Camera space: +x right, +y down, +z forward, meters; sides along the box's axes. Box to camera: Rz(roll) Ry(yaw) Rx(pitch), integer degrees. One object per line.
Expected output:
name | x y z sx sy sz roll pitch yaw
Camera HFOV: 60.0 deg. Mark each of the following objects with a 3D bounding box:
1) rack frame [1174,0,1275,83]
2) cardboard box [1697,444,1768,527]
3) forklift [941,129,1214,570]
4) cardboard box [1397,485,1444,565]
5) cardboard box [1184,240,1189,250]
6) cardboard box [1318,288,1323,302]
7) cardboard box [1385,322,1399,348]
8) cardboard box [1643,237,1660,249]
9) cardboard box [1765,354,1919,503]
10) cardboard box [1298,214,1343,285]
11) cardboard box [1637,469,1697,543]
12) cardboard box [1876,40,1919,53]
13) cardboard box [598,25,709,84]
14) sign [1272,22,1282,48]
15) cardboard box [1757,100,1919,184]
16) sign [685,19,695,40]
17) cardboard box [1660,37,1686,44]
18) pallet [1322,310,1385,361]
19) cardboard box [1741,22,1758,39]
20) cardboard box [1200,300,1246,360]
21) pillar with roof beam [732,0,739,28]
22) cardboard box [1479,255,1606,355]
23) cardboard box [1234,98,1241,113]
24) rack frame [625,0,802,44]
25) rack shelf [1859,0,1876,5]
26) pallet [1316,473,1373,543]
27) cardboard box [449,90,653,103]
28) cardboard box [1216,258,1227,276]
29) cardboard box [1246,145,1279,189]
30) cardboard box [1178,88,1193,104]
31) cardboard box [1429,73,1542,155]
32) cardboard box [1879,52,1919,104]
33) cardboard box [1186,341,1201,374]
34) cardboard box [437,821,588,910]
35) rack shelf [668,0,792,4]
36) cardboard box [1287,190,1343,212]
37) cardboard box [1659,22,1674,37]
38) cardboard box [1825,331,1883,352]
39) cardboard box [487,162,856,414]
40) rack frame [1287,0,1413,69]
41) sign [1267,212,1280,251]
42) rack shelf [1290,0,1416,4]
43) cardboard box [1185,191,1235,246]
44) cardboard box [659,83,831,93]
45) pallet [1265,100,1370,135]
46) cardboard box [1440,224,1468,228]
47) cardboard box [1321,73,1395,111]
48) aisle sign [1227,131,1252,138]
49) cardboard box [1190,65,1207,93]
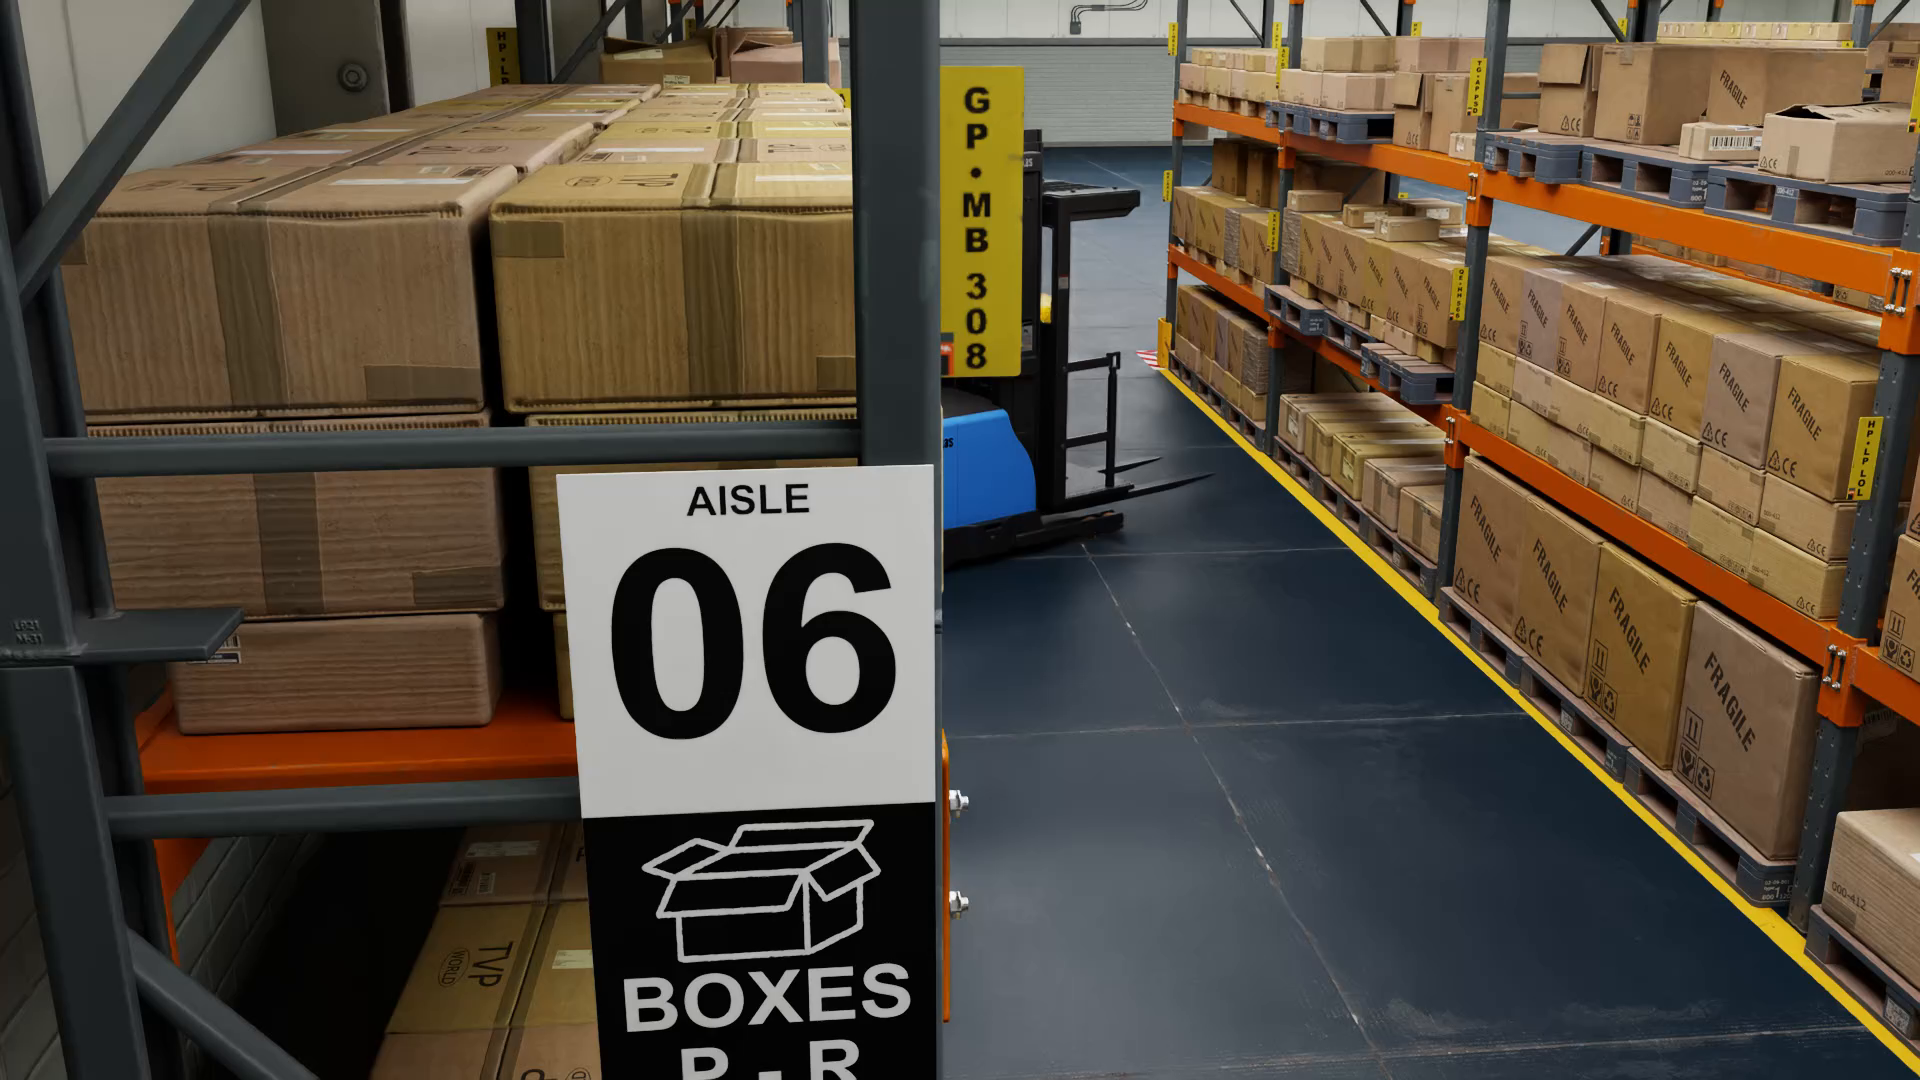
rack frame | 2.763 -6.253 17.070 1.000 3.000 0.127 -2 18 -6
cardboard box | 3.655 -0.255 7.396 0.500 0.250 0.500 -1 17 -4
forklift | 0.593 -1.517 12.115 3.031 2.935 1.130 -13 21 -35
cardboard box | 3.540 -0.122 11.244 0.950 0.372 0.625 -3 18 -9
cardboard box | 2.592 -3.163 17.663 0.380 0.149 0.250 -2 18 -5
cardboard box | 3.041 -1.948 13.092 0.380 0.149 0.250 -1 17 -2
cardboard box | 3.132 -1.404 11.361 0.380 0.149 0.250 -3 18 -8
cardboard box | 7.838 -3.373 17.661 0.875 0.550 0.550 -2 18 -6
cardboard box | 3.705 -0.465 6.815 0.500 0.500 0.500 -1 17 -4
cardboard box | 2.991 -2.291 13.101 0.500 0.500 0.500 -2 18 -5
cardboard box | 3.620 -0.172 7.968 0.500 0.250 0.500 -2 18 -7
cardboard box | 8.317 -4.286 14.698 0.500 0.250 0.500 -2 18 -5
cardboard box | -1.096 -1.726 6.023 0.396 0.266 0.258 -2 18 -6
sign | 3.317 -5.255 17.422 0.100 0.325 0.005 -2 18 -6
cardboard box | 3.701 -1.660 6.897 0.500 0.311 0.500 -2 18 -6
sign | -2.726 -5.106 16.835 0.100 0.325 0.005 -2 18 -6
cardboard box | 7.525 -5.020 17.037 0.500 0.250 0.500 -2 18 -6
pallet | 3.344 -1.504 12.280 1.003 0.211 1.213 -2 18 -6
cardboard box | 7.605 -4.797 15.660 0.380 0.149 0.250 -2 18 -6
cardboard box | 2.676 -2.075 16.417 0.500 0.500 0.500 -1 17 -5
pillar with roof beam | -1.810 -14.934 44.722 9.100 9.000 0.400 -2 18 -6
cardboard box | 3.396 -1.377 9.719 0.500 0.500 0.500 -2 18 -7
cardboard box | 2.775 -4.058 15.507 0.380 0.149 0.250 -2 18 -6
rack frame | -1.348 -3.715 8.986 1.000 3.000 0.127 -2 18 -6
rack shelf | 8.295 -4.114 12.126 1.077 0.370 4.000 -2 18 -6
pallet | 3.387 -0.272 12.691 1.003 0.211 1.213 -2 18 -6
cardboard box | -1.099 -1.090 4.554 0.500 0.250 0.500 -2 18 -7
cardboard box | 2.672 -2.620 15.935 0.380 0.149 0.250 -2 18 -5
cardboard box | 3.233 -3.612 16.341 0.700 0.500 0.500 -2 18 -6
cardboard box | 2.475 -4.593 17.210 0.380 0.149 0.250 -2 18 -6
cardboard box | 3.501 -2.768 10.813 0.700 0.500 0.500 -2 18 -6
cardboard box | 4.199 -1.766 6.918 0.500 0.500 0.500 -2 18 -7
cardboard box | 2.617 -1.878 17.039 0.500 0.250 0.500 -1 17 -4
cardboard box | -0.987 0.875 4.137 0.500 0.250 0.500 -2 18 -6
rack shelf | -1.555 -3.776 11.051 1.077 0.370 4.000 -2 18 -6
cardboard box | 2.873 -2.747 13.472 0.380 0.149 0.250 -2 18 -6
cardboard box | 7.446 -5.253 17.114 0.380 0.149 0.250 -2 18 -6
cardboard box | 4.162 -0.631 7.342 0.500 0.500 0.500 -2 18 -6
cardboard box | -0.319 -0.349 2.192 0.500 0.250 0.500 -2 18 -6
rack frame | 3.176 -5.061 13.274 1.000 3.000 0.127 -2 18 -6
sign | 2.637 -2.593 13.982 0.100 0.325 0.005 -2 18 -6
rack shelf | 3.382 -3.931 11.543 1.077 0.370 4.000 -2 18 -6
cardboard box | 2.593 -3.276 16.941 0.500 0.500 0.500 -1 17 -4
cardboard box | -0.644 -1.258 5.087 0.500 0.250 0.500 -2 18 -5
pallet | 3.134 -3.353 13.155 1.213 0.211 1.003 -2 18 -6
cardboard box | 3.551 -2.156 12.673 0.500 0.500 0.500 -1 17 -4
cardboard box | 2.965 -3.272 12.132 0.500 0.250 0.500 -2 18 -6
aisle sign | 3.045 -4.658 17.666 0.394 0.787 0.004 -2 18 -6
cardboard box | 2.593 -4.583 16.515 0.500 0.250 0.500 -2 18 -6
